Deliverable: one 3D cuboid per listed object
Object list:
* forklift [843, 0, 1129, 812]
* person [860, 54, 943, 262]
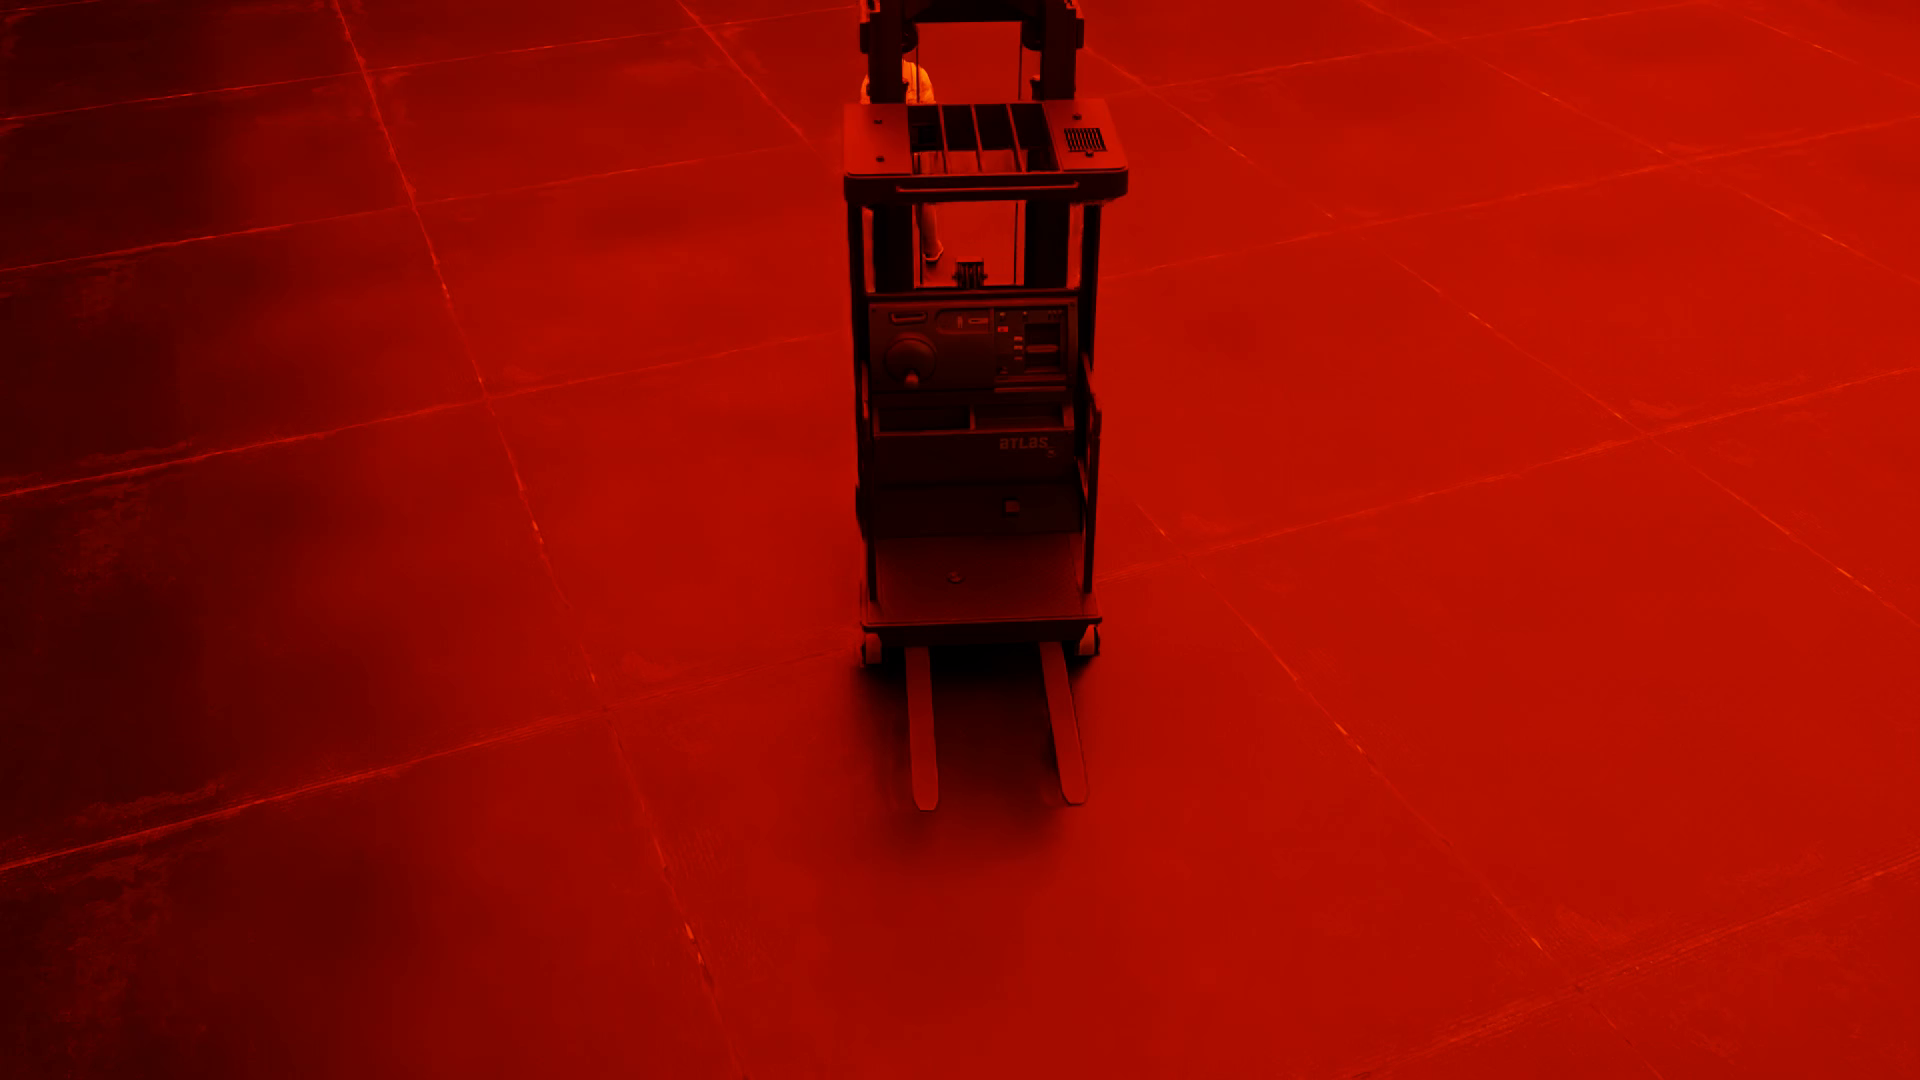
[{"bbox_3d":[0.076,-0.808,7.235,1.130,2.935,3.031,-2,35,-3],"label":"forklift"},{"bbox_3d":[-0.382,-2.562,10.756,0.570,1.695,0.530,-3,36,-4],"label":"person"}]
